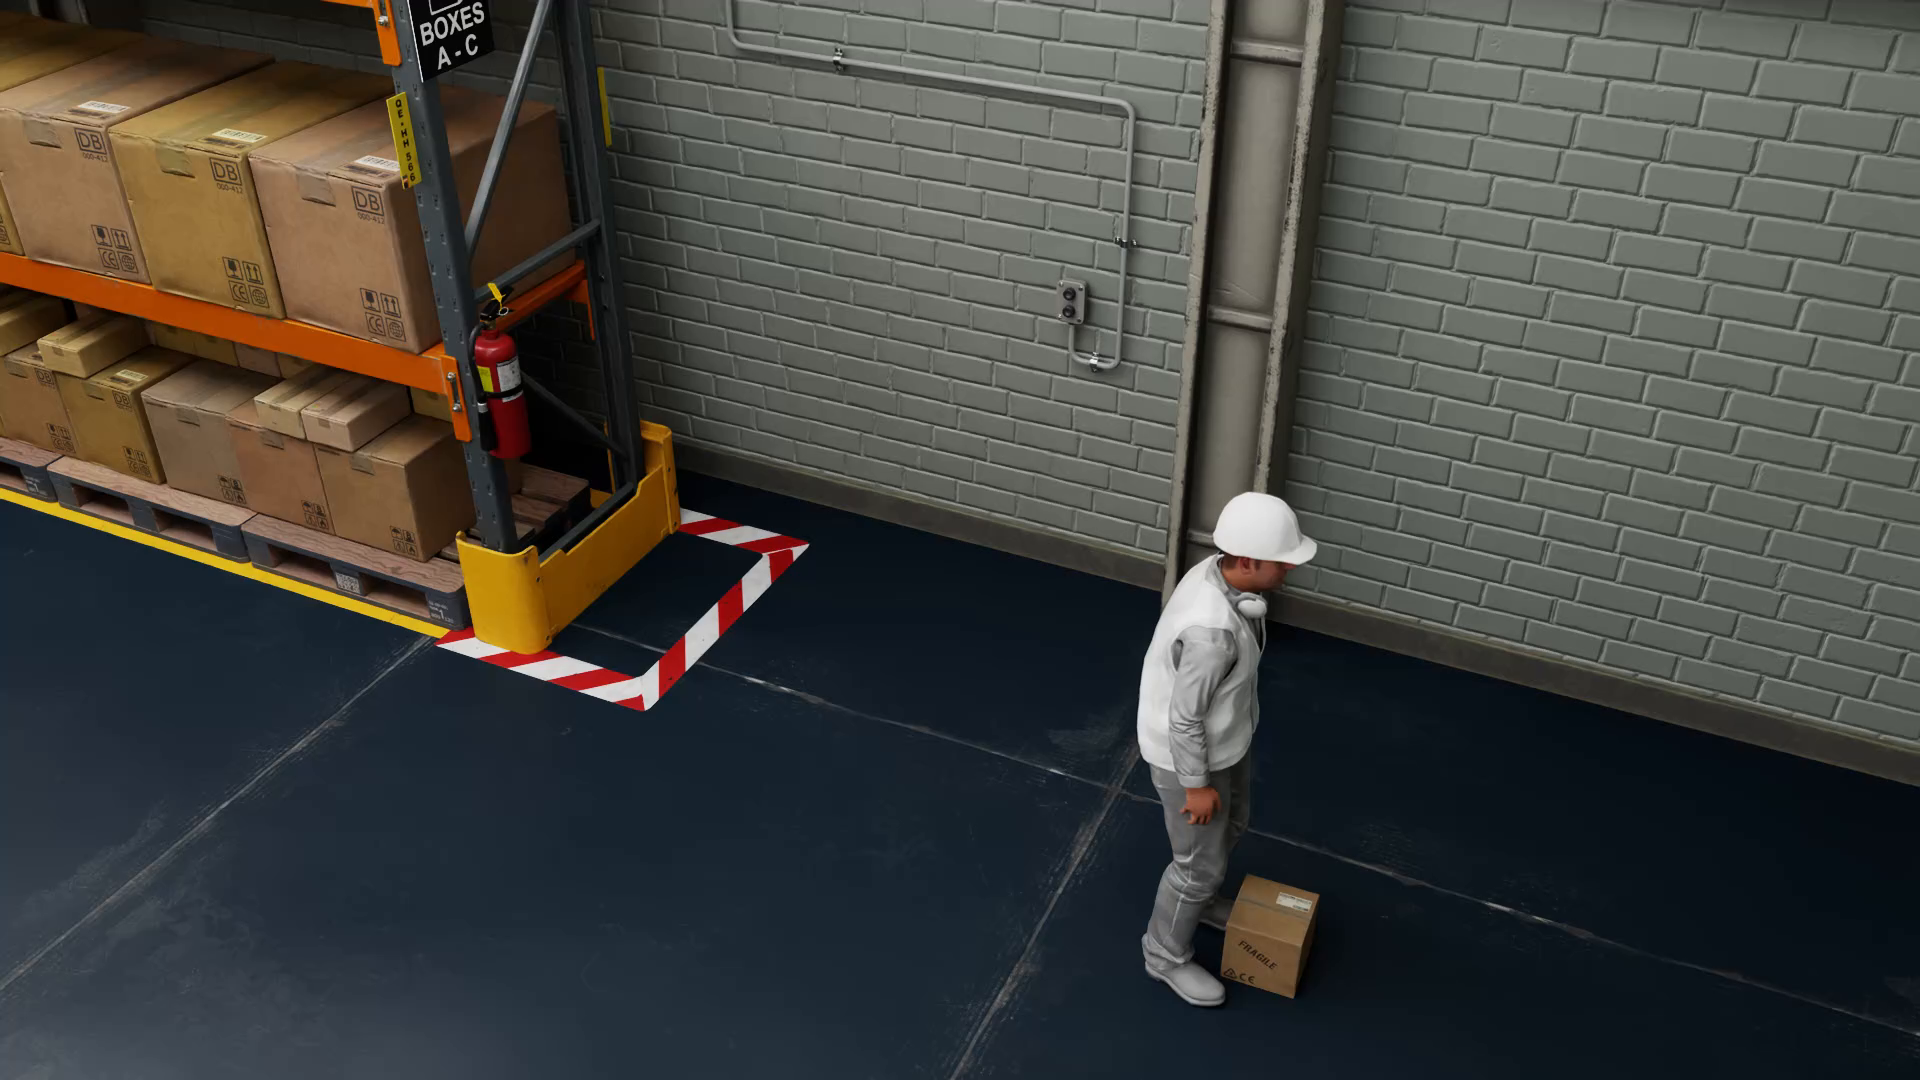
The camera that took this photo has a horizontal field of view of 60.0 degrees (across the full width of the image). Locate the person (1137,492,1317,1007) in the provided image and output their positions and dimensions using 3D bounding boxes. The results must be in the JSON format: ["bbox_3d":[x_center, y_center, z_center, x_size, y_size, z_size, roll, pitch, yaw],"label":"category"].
[{"bbox_3d":[0.786,0.618,5.183,0.465,1.769,0.582,12,35,18],"label":"person"}]
